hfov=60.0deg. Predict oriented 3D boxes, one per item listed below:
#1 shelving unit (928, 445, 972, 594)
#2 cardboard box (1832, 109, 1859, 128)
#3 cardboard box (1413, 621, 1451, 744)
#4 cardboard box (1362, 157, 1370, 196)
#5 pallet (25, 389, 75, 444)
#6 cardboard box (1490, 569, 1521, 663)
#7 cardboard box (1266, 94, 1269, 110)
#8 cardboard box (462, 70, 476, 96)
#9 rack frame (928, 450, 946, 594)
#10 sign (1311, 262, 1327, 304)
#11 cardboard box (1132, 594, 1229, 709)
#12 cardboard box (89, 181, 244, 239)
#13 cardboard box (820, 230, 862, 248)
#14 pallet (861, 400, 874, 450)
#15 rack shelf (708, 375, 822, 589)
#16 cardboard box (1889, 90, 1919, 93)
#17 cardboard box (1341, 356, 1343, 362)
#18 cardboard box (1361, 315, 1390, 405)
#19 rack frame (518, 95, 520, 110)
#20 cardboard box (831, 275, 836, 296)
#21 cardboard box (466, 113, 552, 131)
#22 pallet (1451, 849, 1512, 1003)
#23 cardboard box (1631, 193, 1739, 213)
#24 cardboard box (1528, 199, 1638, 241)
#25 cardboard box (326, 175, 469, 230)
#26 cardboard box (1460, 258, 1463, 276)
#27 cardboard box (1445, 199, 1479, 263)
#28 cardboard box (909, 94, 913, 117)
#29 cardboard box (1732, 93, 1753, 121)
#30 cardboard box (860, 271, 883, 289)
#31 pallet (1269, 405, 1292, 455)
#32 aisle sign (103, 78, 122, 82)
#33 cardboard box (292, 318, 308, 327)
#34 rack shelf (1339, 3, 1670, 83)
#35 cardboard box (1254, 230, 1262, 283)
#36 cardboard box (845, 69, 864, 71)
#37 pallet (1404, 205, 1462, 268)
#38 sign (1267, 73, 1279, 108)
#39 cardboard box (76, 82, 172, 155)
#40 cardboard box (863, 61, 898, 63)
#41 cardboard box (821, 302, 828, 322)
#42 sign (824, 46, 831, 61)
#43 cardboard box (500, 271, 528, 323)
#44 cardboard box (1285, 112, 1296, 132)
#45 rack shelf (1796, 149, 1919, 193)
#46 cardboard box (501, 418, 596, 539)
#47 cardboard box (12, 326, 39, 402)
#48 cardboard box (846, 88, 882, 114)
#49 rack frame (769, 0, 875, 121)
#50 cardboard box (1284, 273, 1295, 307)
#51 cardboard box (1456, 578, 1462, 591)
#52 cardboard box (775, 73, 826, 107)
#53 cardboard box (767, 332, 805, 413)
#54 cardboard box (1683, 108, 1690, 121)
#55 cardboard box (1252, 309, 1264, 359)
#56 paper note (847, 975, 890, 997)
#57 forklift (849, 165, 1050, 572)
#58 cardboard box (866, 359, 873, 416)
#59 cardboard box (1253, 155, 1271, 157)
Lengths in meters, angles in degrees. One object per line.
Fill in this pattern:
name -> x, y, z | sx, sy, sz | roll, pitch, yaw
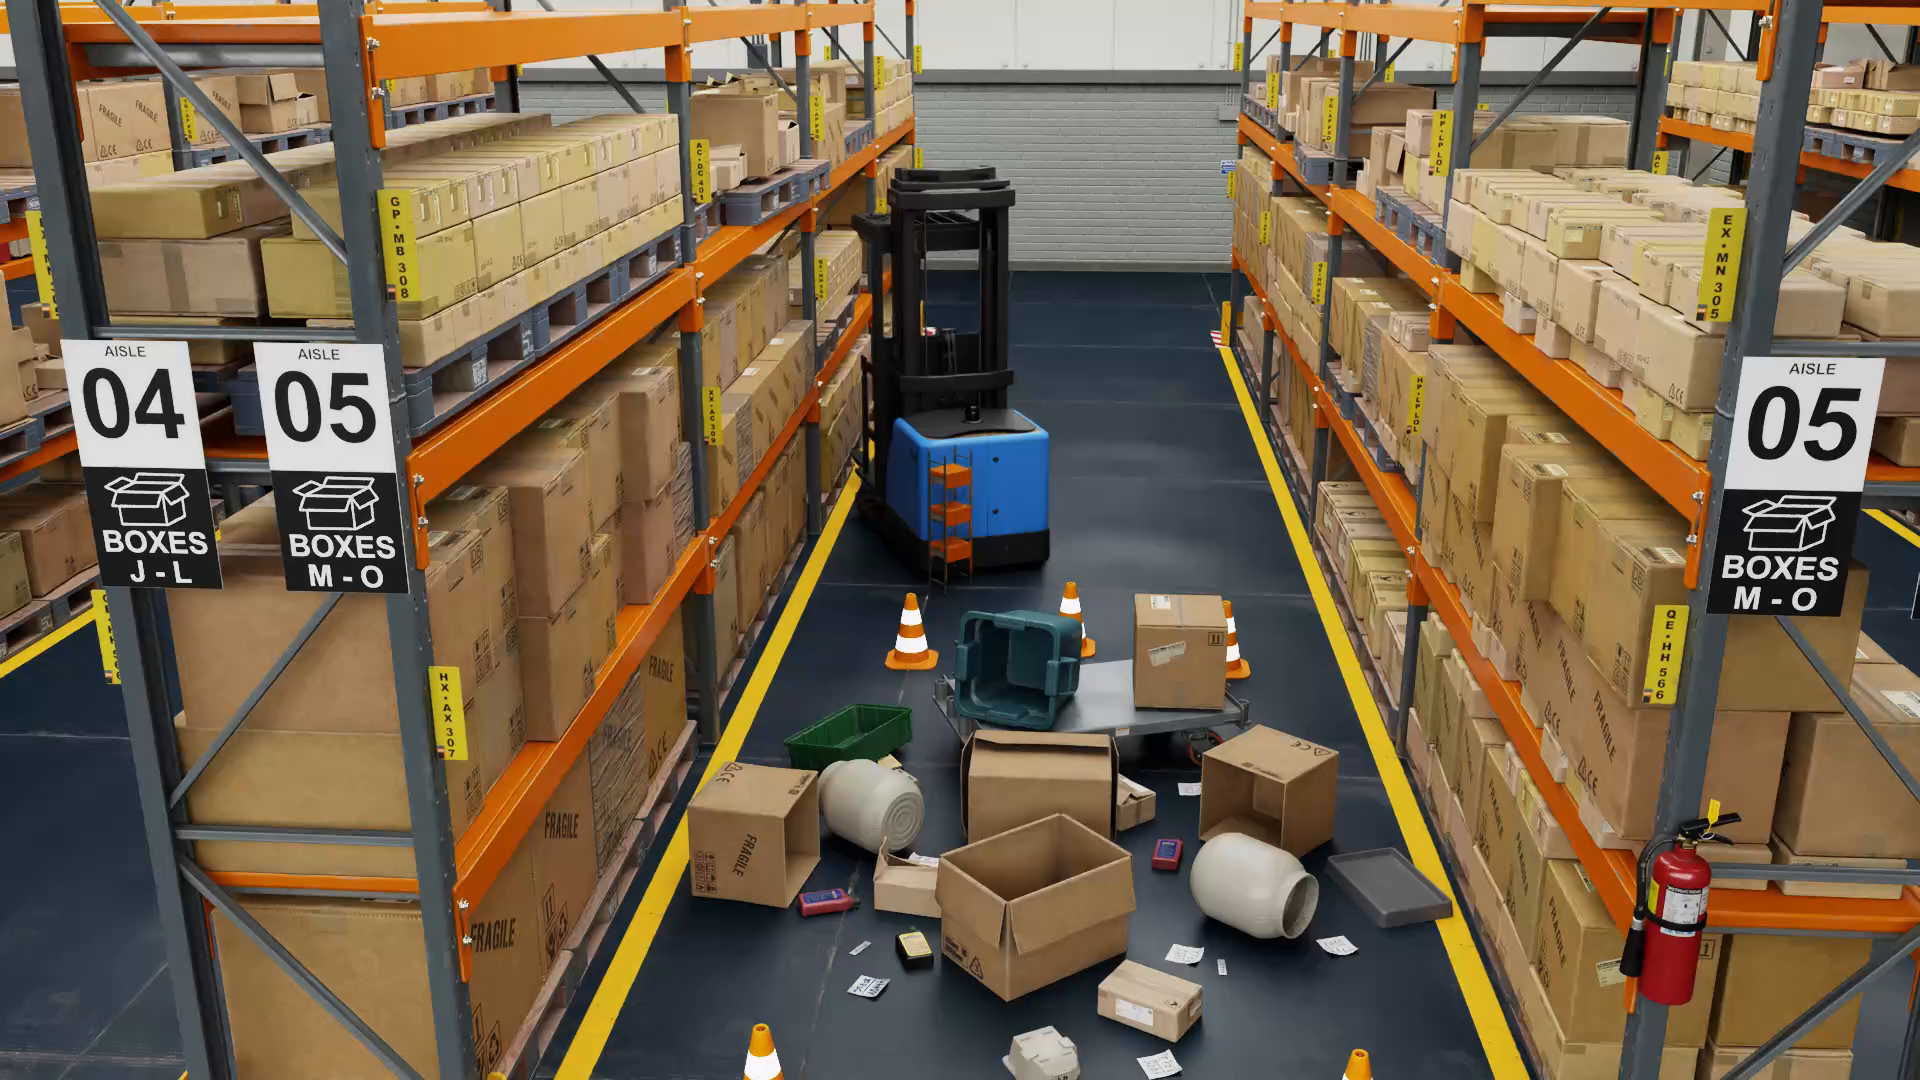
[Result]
shelving unit -> -0.072, -0.151, 12.197 | 0.252, 1.050, 0.215 | -14, 23, -37
cardboard box -> 8.054, -3.774, 14.875 | 0.380, 0.149, 0.250 | 2, 18, 5
cardboard box -> 2.713, 0.761, 8.821 | 0.500, 0.500, 0.500 | 2, 18, 7
cardboard box -> 3.101, -2.598, 11.932 | 0.396, 0.266, 0.258 | 1, 18, 4
pallet -> -6.674, -0.924, 11.733 | 1.003, 0.211, 1.213 | 1, 18, 4
cardboard box -> 2.637, 0.244, 7.223 | 0.500, 0.500, 0.500 | 1, 18, 5
cardboard box -> 3.344, -4.492, 17.067 | 0.380, 0.149, 0.250 | 2, 18, 5
cardboard box -> -6.144, -5.501, 19.580 | 0.700, 0.500, 0.500 | 1, 18, 2
rack frame -> -0.166, -0.127, 12.123 | 0.008, 1.050, 0.200 | -14, 23, -37
sign -> 2.758, -1.971, 12.762 | 0.100, 0.325, 0.005 | 1, 18, 4
cardboard box -> 1.247, 0.630, 9.480 | 0.500, 0.500, 0.500 | 1, 18, 4
cardboard box -> -2.521, -1.048, 5.275 | 0.380, 0.149, 0.250 | 1, 18, 4
cardboard box -> -1.180, -2.965, 16.427 | 0.380, 0.149, 0.250 | 2, 18, 6
pallet -> -1.401, -1.164, 16.636 | 1.003, 0.211, 1.213 | 1, 18, 4
rack shelf -> -1.777, -0.526, 11.365 | 1.077, 0.370, 4.000 | 1, 18, 4
cardboard box -> 8.639, -3.983, 15.034 | 0.380, 0.149, 0.250 | 1, 18, 3
cardboard box -> 3.103, -1.393, 12.586 | 0.380, 0.149, 0.250 | 0, 18, 1
cardboard box -> 2.943, -1.181, 10.897 | 0.500, 0.500, 0.500 | 1, 18, 2
rack frame -> -6.000, -4.115, 21.165 | 1.000, 3.000, 0.127 | 1, 18, 4
cardboard box -> -1.307, -2.256, 14.741 | 0.380, 0.149, 0.250 | 1, 18, 3
cardboard box -> -2.285, -2.073, 8.402 | 0.380, 0.149, 0.250 | 1, 18, 4
pallet -> 2.927, 1.747, 7.752 | 1.003, 0.211, 1.213 | 1, 18, 4
cardboard box -> 3.160, -1.425, 7.260 | 0.380, 0.149, 0.250 | 1, 18, 3
cardboard box -> 2.638, -1.356, 7.049 | 0.380, 0.149, 0.250 | 1, 18, 3
cardboard box -> -1.846, -1.110, 5.465 | 0.380, 0.149, 0.250 | 1, 18, 4
cardboard box -> 2.755, -1.381, 8.406 | 0.380, 0.149, 0.250 | 1, 18, 3
cardboard box -> 2.720, -1.532, 8.227 | 0.500, 0.250, 0.500 | 1, 18, 3
cardboard box -> -0.828, -5.180, 19.838 | 0.500, 0.250, 0.500 | 1, 18, 3
cardboard box -> 8.409, -4.514, 17.326 | 0.500, 0.250, 0.500 | 2, 18, 5
cardboard box -> -1.000, -2.692, 17.225 | 0.380, 0.149, 0.250 | 2, 18, 6
pallet -> 3.618, -1.085, 16.396 | 1.003, 0.211, 1.213 | 1, 18, 4
aisle sign -> -10.642, -5.477, 21.146 | 0.394, 0.787, 0.004 | 1, 18, 4
cardboard box -> -2.484, -0.826, 5.877 | 0.380, 0.149, 0.250 | 2, 18, 5
rack shelf -> 3.168, -3.107, 10.252 | 1.077, 0.370, 4.000 | 1, 18, 4
cardboard box -> 3.408, -3.009, 17.628 | 0.500, 0.500, 0.500 | 1, 18, 3
cardboard box -> -1.070, -4.760, 17.113 | 0.380, 0.149, 0.250 | 1, 18, 3
pallet -> 3.175, -1.693, 9.256 | 1.213, 0.211, 1.003 | 1, 18, 4
sign -> 3.044, -4.372, 16.175 | 0.100, 0.325, 0.005 | 1, 18, 4
cardboard box -> -6.358, -3.187, 12.552 | 0.500, 0.500, 0.500 | 2, 18, 5
cardboard box -> -0.923, -5.490, 19.342 | 0.380, 0.149, 0.250 | 1, 18, 2
cardboard box -> -1.344, -1.954, 14.299 | 0.380, 0.149, 0.250 | 2, 18, 6
sign -> -1.601, -5.826, 20.165 | 0.100, 0.325, 0.005 | 1, 18, 4
cardboard box -> -1.809, -0.892, 6.079 | 0.380, 0.149, 0.250 | 1, 18, 4
cardboard box -> 3.158, -3.781, 15.027 | 0.380, 0.166, 0.250 | 0, 18, 0
rack shelf -> 8.406, -3.005, 14.113 | 1.077, 0.370, 4.000 | 1, 18, 4
cardboard box -> -2.110, -0.214, 7.284 | 0.875, 0.550, 0.500 | 1, 18, 4
cardboard box -> -6.828, -1.177, 11.359 | 0.797, 0.503, 0.637 | 3, 18, 10
cardboard box -> -1.073, -4.467, 16.858 | 0.500, 0.250, 0.500 | 2, 18, 6
rack frame -> -1.346, -5.582, 16.006 | 1.000, 3.000, 0.127 | 1, 18, 4
cardboard box -> 3.179, -2.212, 14.794 | 0.500, 0.250, 0.500 | 1, 18, 2
cardboard box -> 2.727, 0.206, 8.381 | 0.380, 0.149, 0.250 | 1, 18, 4
cardboard box -> -1.313, -3.685, 13.645 | 0.396, 0.266, 0.258 | 1, 18, 4
cardboard box -> -1.435, -1.235, 12.215 | 0.500, 0.500, 0.500 | 1, 18, 4
cardboard box -> 8.589, -4.915, 19.191 | 0.380, 0.149, 0.250 | 2, 18, 5
cardboard box -> 3.880, -2.384, 19.323 | 0.875, 0.438, 0.875 | 2, 18, 5
paper note -> -0.404, 1.972, 7.360 | 0.144, 0.017, 0.142 | 8, 20, 23
forklift -> -0.236, -1.574, 13.520 | 1.130, 2.935, 3.031 | -6, 19, -16
cardboard box -> -1.148, -1.507, 16.545 | 0.500, 0.500, 0.500 | 1, 18, 3
cardboard box -> 3.535, -4.295, 18.905 | 0.380, 0.149, 0.250 | 1, 18, 4
